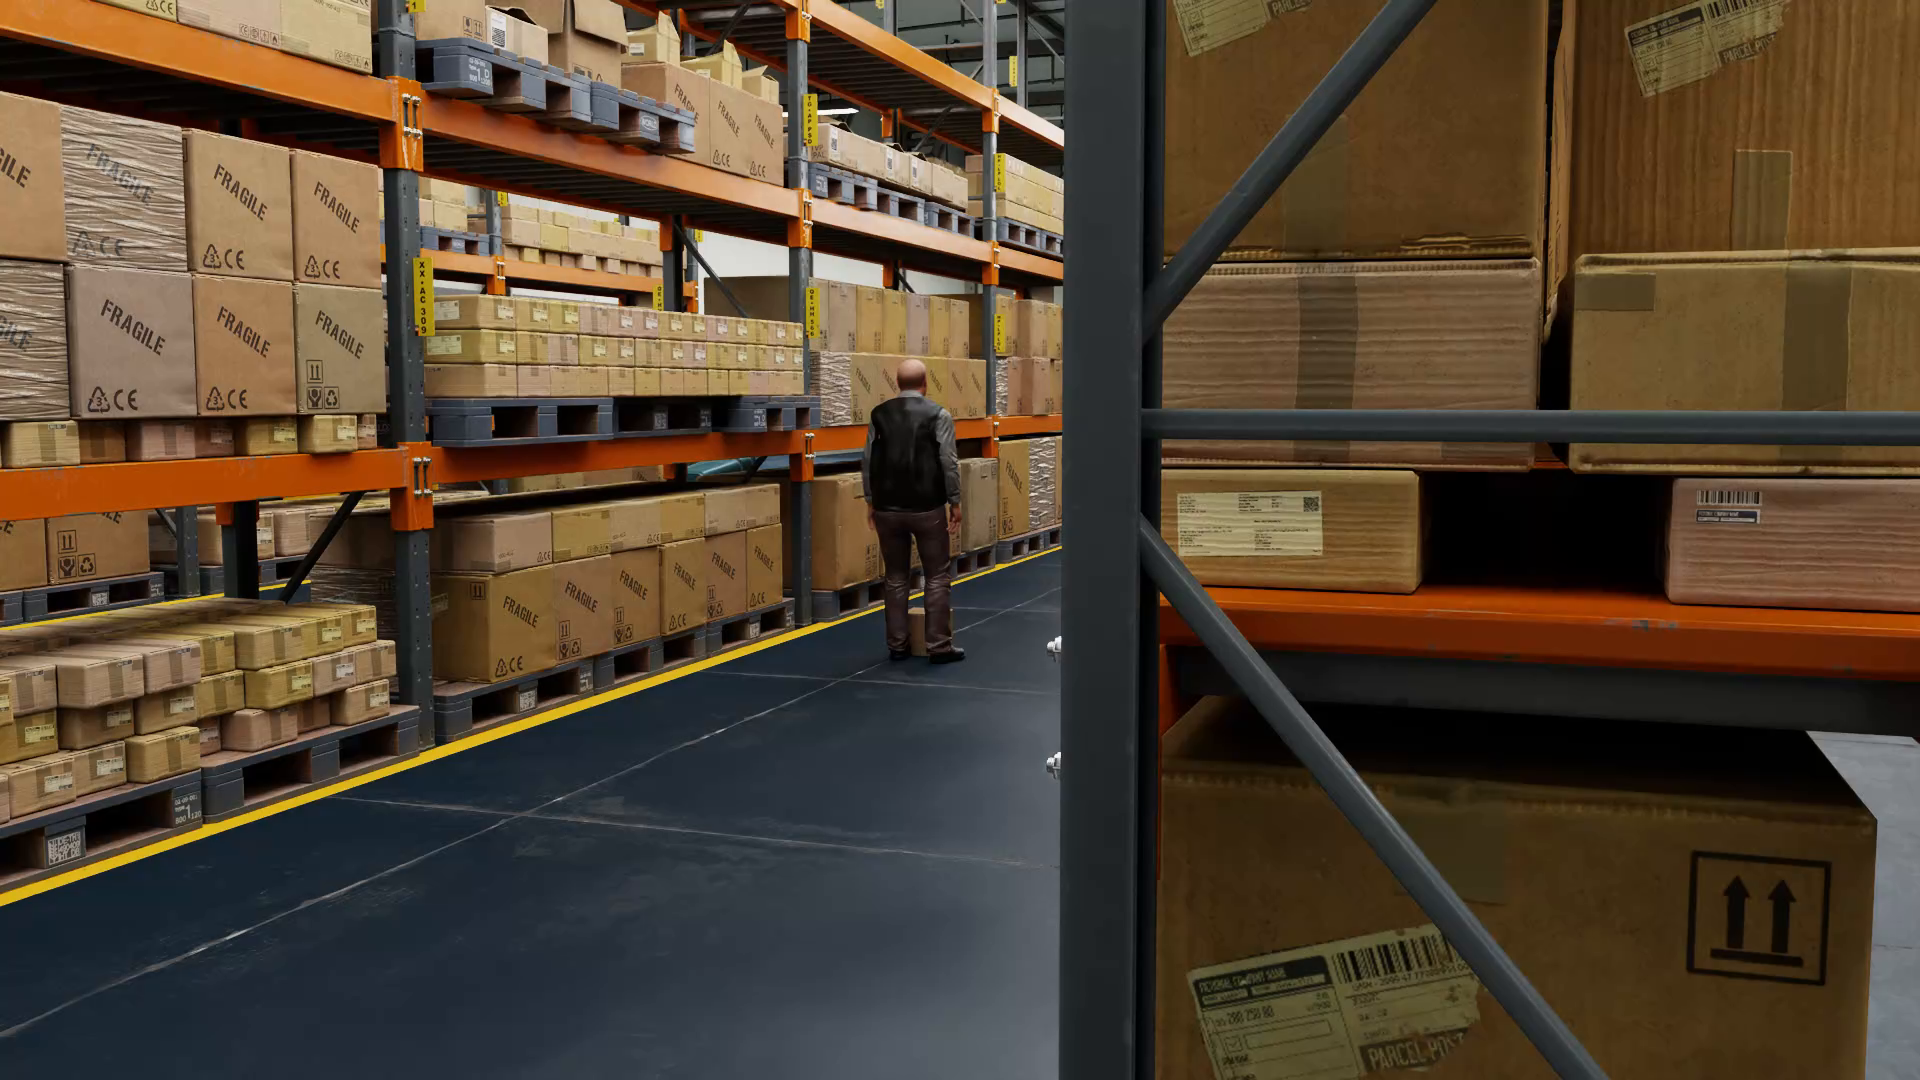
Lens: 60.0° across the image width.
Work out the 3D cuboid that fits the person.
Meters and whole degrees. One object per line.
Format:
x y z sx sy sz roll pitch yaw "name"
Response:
-0.270 -0.117 9.488 0.582 1.618 0.461 2 5 18 "person"
